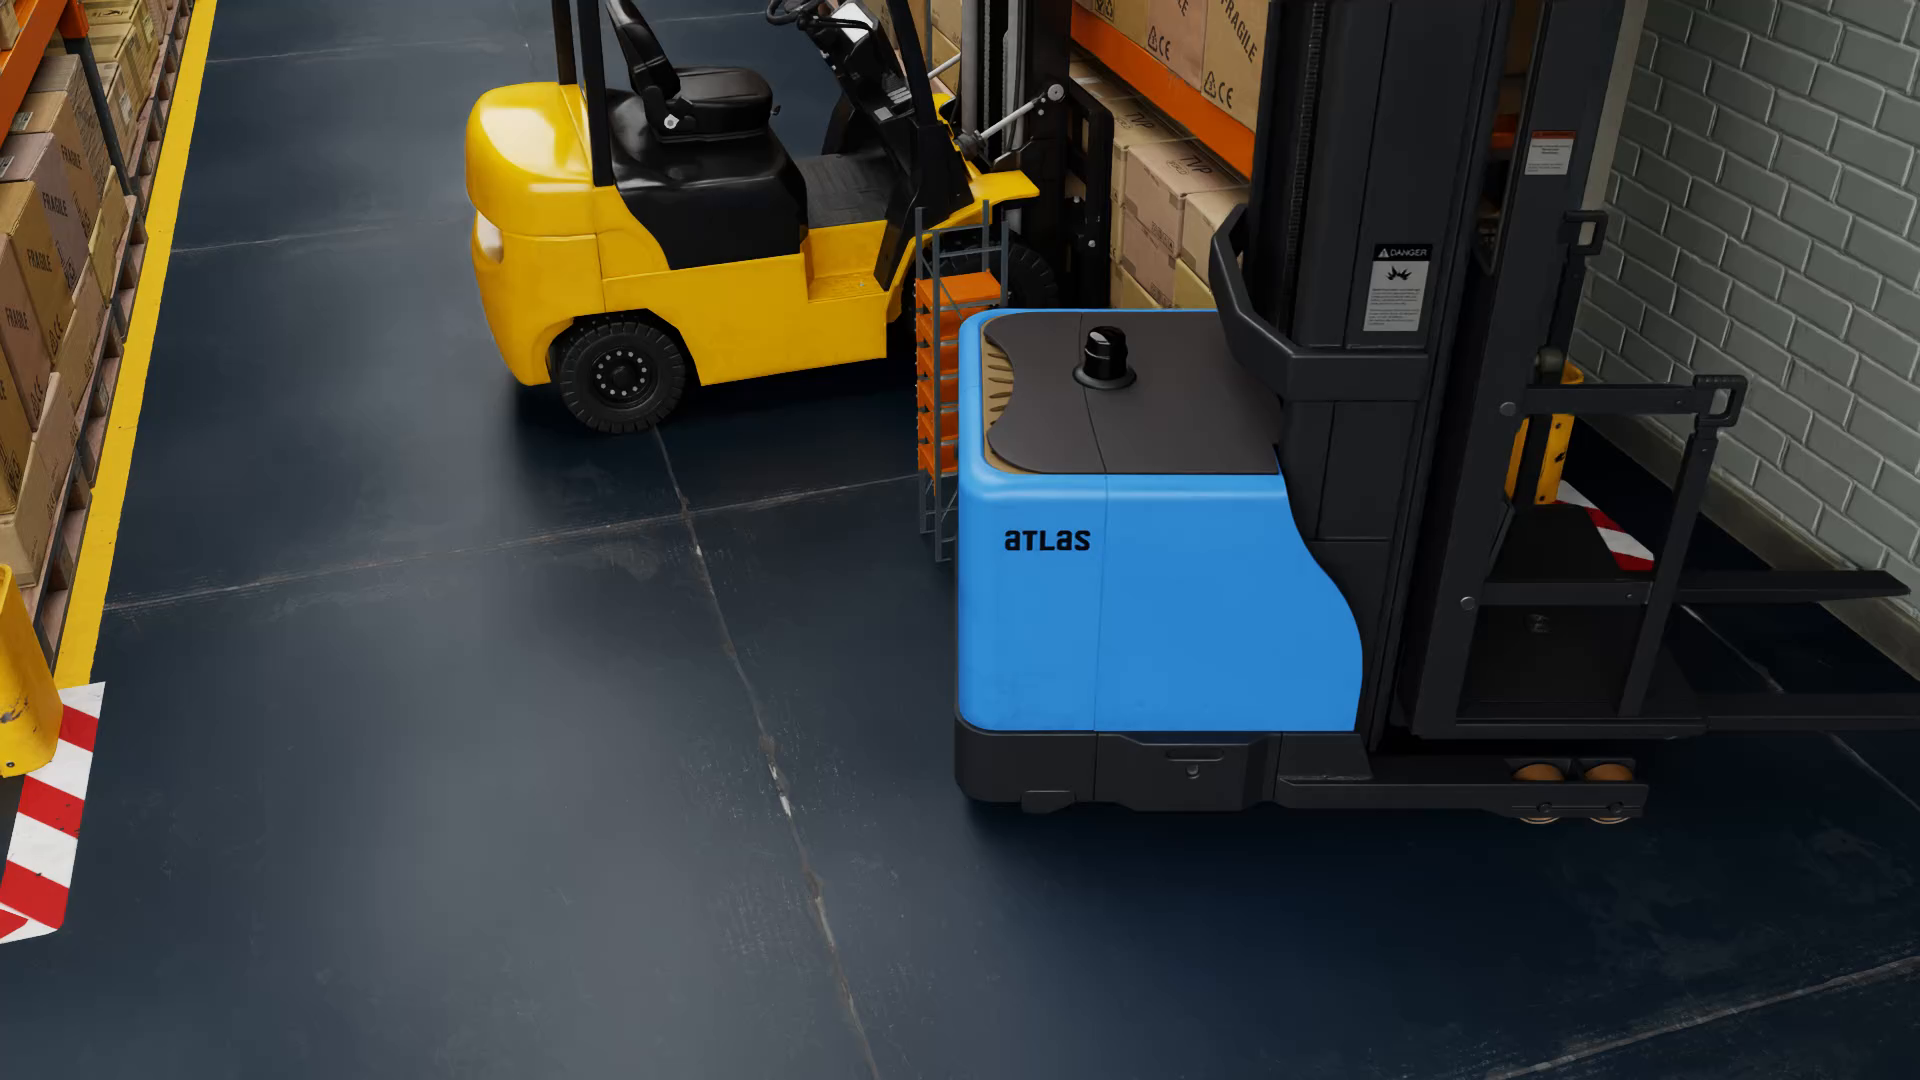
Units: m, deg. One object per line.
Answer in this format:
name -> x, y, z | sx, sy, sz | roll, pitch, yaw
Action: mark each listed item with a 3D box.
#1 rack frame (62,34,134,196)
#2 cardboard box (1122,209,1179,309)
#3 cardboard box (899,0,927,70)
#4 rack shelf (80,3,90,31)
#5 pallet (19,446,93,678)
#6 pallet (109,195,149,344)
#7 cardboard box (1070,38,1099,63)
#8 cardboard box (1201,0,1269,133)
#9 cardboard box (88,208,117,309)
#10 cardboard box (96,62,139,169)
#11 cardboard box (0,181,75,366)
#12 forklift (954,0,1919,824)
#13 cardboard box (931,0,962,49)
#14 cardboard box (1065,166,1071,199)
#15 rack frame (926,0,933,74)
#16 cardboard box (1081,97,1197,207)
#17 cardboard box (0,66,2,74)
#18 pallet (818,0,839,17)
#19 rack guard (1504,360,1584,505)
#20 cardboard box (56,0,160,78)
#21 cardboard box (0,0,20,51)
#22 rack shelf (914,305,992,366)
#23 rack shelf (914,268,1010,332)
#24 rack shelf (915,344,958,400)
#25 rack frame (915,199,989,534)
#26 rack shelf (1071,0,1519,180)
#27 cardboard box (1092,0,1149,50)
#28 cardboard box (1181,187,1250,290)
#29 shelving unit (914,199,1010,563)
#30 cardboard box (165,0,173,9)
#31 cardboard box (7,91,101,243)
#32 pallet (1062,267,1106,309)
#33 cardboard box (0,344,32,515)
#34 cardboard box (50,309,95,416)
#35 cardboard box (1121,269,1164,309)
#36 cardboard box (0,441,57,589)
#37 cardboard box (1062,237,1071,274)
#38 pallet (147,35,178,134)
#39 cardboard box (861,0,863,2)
rack frame -> -4.407, -2.649, 7.039 | 1.000, 3.000, 0.127 | -10, 35, -15
cardboard box -> 0.950, -1.091, 6.340 | 0.500, 0.250, 0.500 | -10, 35, -15
cardboard box -> 0.149, -2.943, 9.256 | 0.875, 0.625, 0.625 | -8, 34, -13
rack shelf -> -5.017, -3.399, 8.826 | 1.077, 0.370, 4.000 | -10, 35, -15
pallet -> -3.424, 0.142, 5.344 | 1.003, 0.211, 1.213 | -10, 35, -15
pallet -> -4.168, -1.139, 7.283 | 1.003, 0.211, 1.213 | -10, 35, -15
cardboard box -> 0.477, -2.095, 7.406 | 0.500, 0.250, 0.500 | -9, 34, -13
cardboard box -> 1.139, -1.642, 5.423 | 0.500, 0.500, 0.500 | -11, 35, -16
cardboard box -> -3.798, -1.134, 6.859 | 0.500, 0.250, 0.500 | -11, 35, -16
cardboard box -> -4.569, -2.003, 8.063 | 0.950, 0.372, 0.625 | -10, 35, -14
cardboard box -> -3.486, -0.911, 5.841 | 0.500, 0.500, 0.500 | -9, 35, -14
forklift -> 1.499, -0.738, 4.208 | 3.031, 2.935, 1.130 | 0, 33, 0
cardboard box -> 0.168, -2.625, 8.207 | 0.500, 0.250, 0.500 | -11, 35, -15
cardboard box -> 0.624, -1.622, 7.143 | 0.500, 0.250, 0.500 | -10, 35, -15
rack frame -> 0.319, -3.486, 8.305 | 1.000, 3.000, 0.127 | -10, 35, -15
cardboard box -> 0.777, -1.551, 6.582 | 0.500, 0.250, 0.500 | -10, 35, -14
cardboard box -> -3.543, -1.626, 5.718 | 0.380, 0.149, 0.250 | -10, 35, -14
pallet -> -0.319, -3.345, 10.620 | 1.003, 0.211, 1.213 | -10, 35, -15
rack guard -> 1.547, -0.331, 5.797 | 1.175, 0.500, 0.348 | -10, 35, -15
cardboard box -> -5.005, -2.745, 9.186 | 0.950, 0.372, 0.625 | -9, 34, -13
cardboard box -> -3.705, -1.894, 6.124 | 0.380, 0.149, 0.250 | -11, 35, -15
rack shelf -> 0.004, -0.656, 5.300 | 0.258, 0.103, 0.180 | -10, 35, -15
rack shelf -> 0.004, -0.756, 5.234 | 0.258, 0.103, 0.180 | -10, 35, -15
rack shelf -> 0.004, -0.556, 5.366 | 0.258, 0.103, 0.180 | -10, 35, -15
rack frame -> -0.023, -0.541, 5.480 | 0.240, 1.200, 0.006 | -10, 35, -15
rack shelf -> 0.929, -2.136, 6.914 | 1.077, 0.370, 4.000 | -10, 35, -15
cardboard box -> 0.833, -2.185, 6.245 | 0.500, 0.500, 0.500 | -11, 35, -16
cardboard box -> 1.102, -1.021, 5.780 | 0.500, 0.250, 0.500 | -9, 34, -13
shelving unit -> 0.004, -0.493, 5.408 | 0.258, 1.200, 0.189 | -10, 35, -15
cardboard box -> -5.464, -3.530, 10.374 | 0.950, 0.372, 0.625 | -12, 35, -18
cardboard box -> -3.814, -1.458, 6.669 | 0.500, 0.500, 0.500 | -9, 35, -14
pallet -> 0.898, -1.257, 7.460 | 1.003, 0.211, 1.213 | -10, 35, -15
cardboard box -> -3.177, -0.373, 5.026 | 0.500, 0.500, 0.500 | -11, 35, -16
cardboard box -> -3.496, -0.601, 6.052 | 0.500, 0.250, 0.500 | -8, 34, -12
cardboard box -> 0.952, -0.870, 6.459 | 0.500, 0.250, 0.500 | -10, 35, -15
cardboard box -> -3.169, -0.047, 5.214 | 0.500, 0.250, 0.500 | -10, 35, -15
cardboard box -> 0.629, -1.403, 7.266 | 0.500, 0.250, 0.500 | -9, 34, -13
pallet -> -5.021, -2.536, 9.397 | 1.003, 0.211, 1.213 | -10, 35, -15
cardboard box -> -0.311, -3.746, 10.471 | 0.875, 0.625, 0.625 | -11, 35, -17
